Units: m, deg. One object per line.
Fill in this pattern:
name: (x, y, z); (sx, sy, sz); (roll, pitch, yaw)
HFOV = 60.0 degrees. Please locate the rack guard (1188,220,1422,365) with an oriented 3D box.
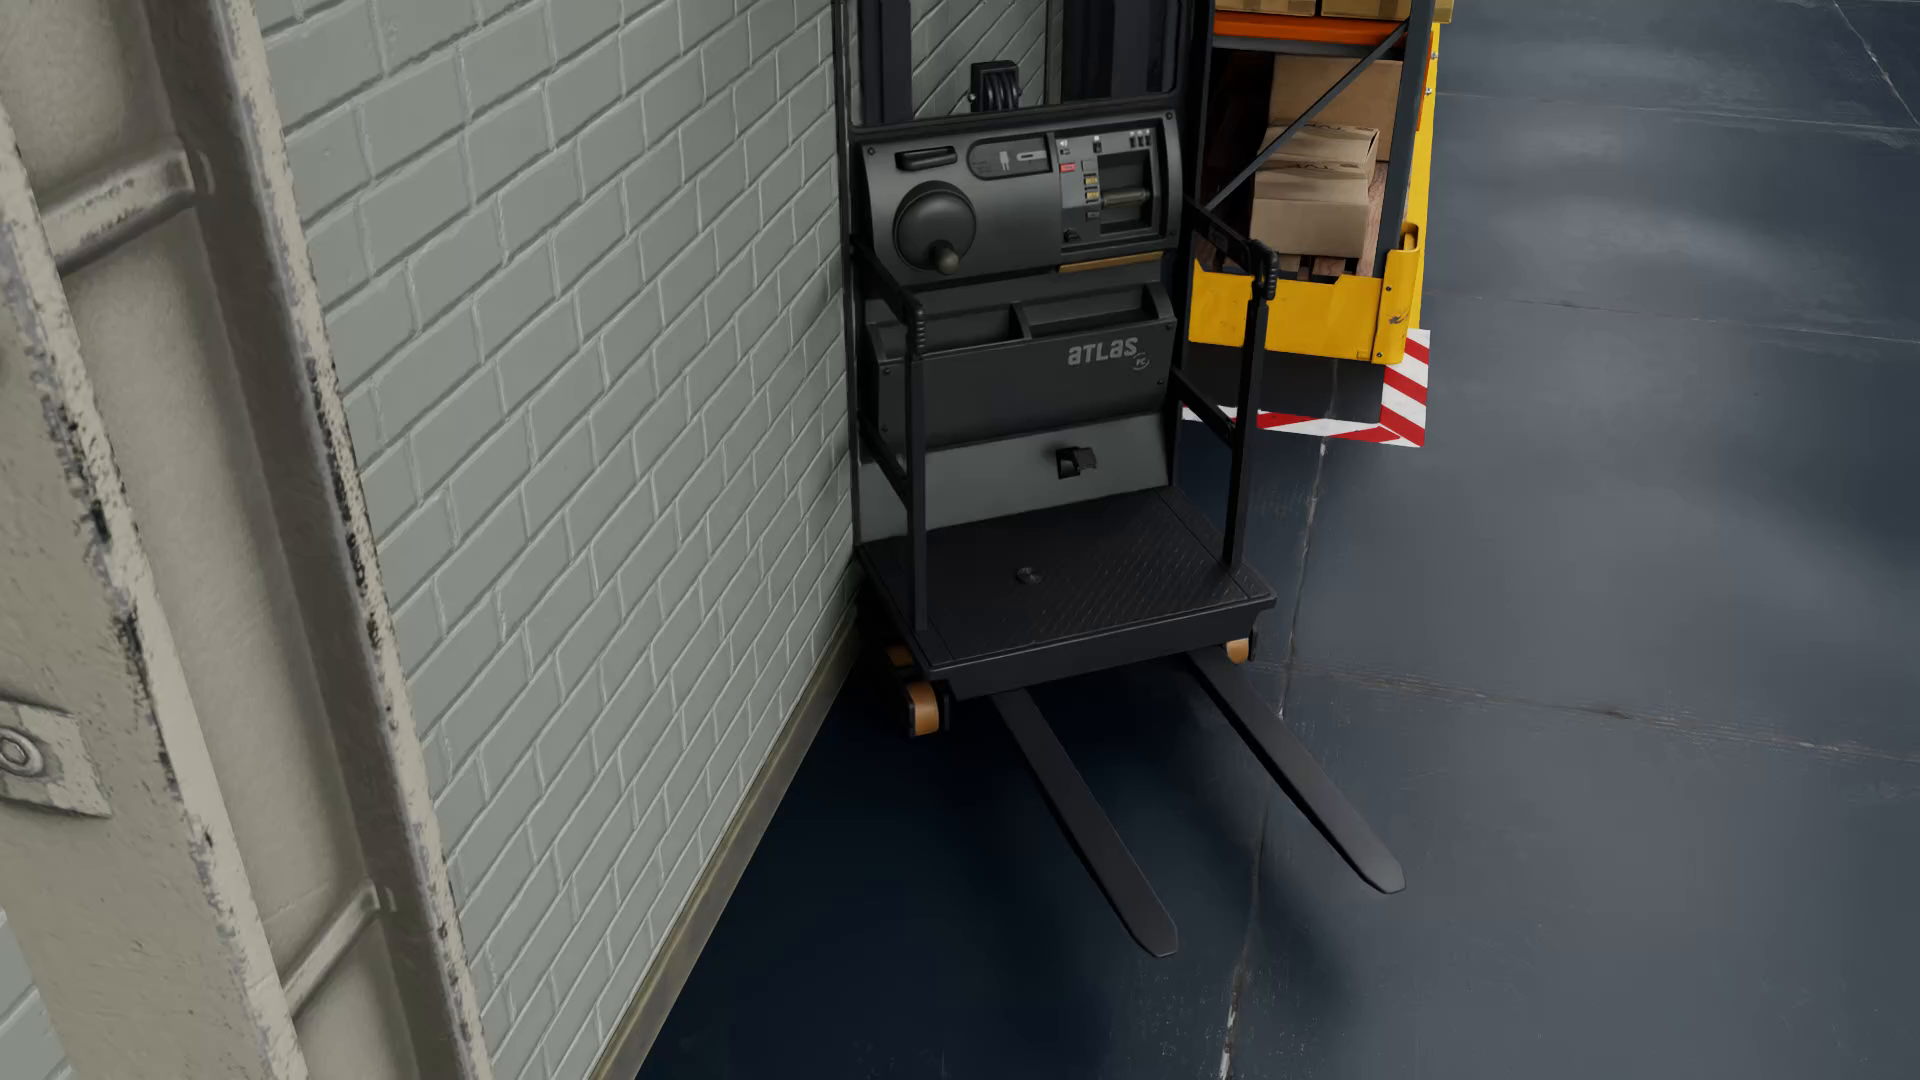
rack guard: (1.306, -1.098, 7.011); (1.175, 0.500, 0.348); (8, 33, 12)

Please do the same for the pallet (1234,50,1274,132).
pallet: (2.166, -2.659, 9.735); (1.003, 0.211, 1.213); (8, 33, 12)

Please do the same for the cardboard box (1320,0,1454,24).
cardboard box: (1.718, -2.268, 6.643); (0.500, 0.250, 0.500); (7, 33, 11)

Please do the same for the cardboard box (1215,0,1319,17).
cardboard box: (1.218, -2.327, 6.736); (0.500, 0.250, 0.500); (8, 33, 13)

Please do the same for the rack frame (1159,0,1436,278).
rack frame: (1.287, -2.113, 6.278); (1.000, 3.000, 0.127); (8, 33, 12)

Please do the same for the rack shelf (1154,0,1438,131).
rack shelf: (1.794, -2.847, 8.104); (1.077, 0.370, 4.000); (8, 33, 12)

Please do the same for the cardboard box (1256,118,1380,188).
cardboard box: (1.694, -1.807, 7.892); (0.500, 0.311, 0.500); (11, 34, 16)

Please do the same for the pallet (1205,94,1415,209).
pallet: (1.858, -2.024, 8.736); (1.003, 0.211, 1.213); (8, 33, 12)

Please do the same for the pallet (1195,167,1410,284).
pallet: (1.547, -1.393, 7.744); (1.003, 0.211, 1.213); (8, 33, 12)

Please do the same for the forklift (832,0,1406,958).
forklift: (0.258, -0.914, 4.456); (1.130, 2.935, 3.031); (-11, 34, -16)

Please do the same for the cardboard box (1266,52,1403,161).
cardboard box: (1.929, -2.260, 8.430); (0.700, 0.500, 0.500); (6, 33, 9)

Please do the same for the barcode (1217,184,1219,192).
barcode: (1.167, -1.579, 7.525); (0.001, 0.075, 0.075); (8, 33, 12)

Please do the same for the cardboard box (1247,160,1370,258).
cardboard box: (1.550, -1.511, 7.427); (0.500, 0.311, 0.500); (4, 33, 7)
